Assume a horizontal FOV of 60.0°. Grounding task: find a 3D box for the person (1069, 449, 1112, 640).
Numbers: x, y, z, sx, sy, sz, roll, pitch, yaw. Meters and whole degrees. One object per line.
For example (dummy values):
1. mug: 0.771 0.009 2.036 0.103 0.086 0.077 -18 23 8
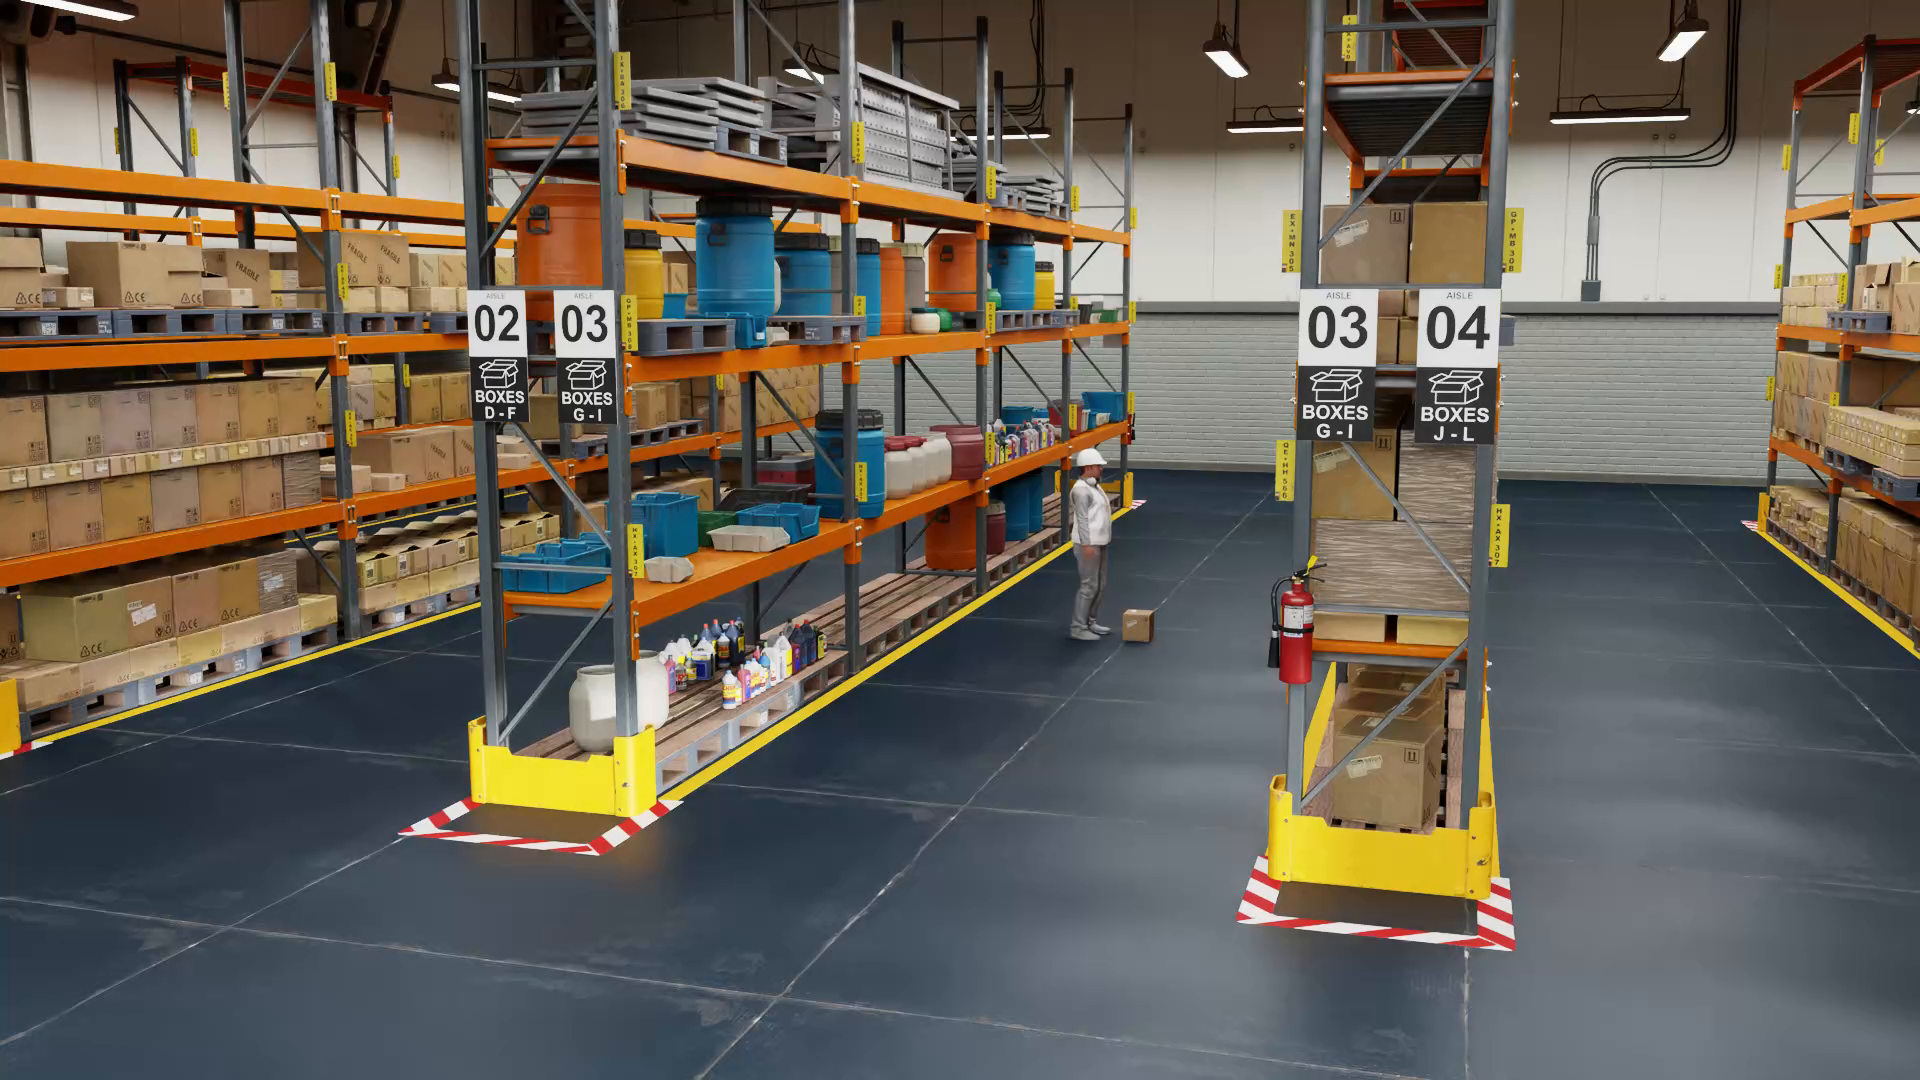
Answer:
1. person: 1.232 0.037 15.576 0.360 1.786 0.532 3 9 17
